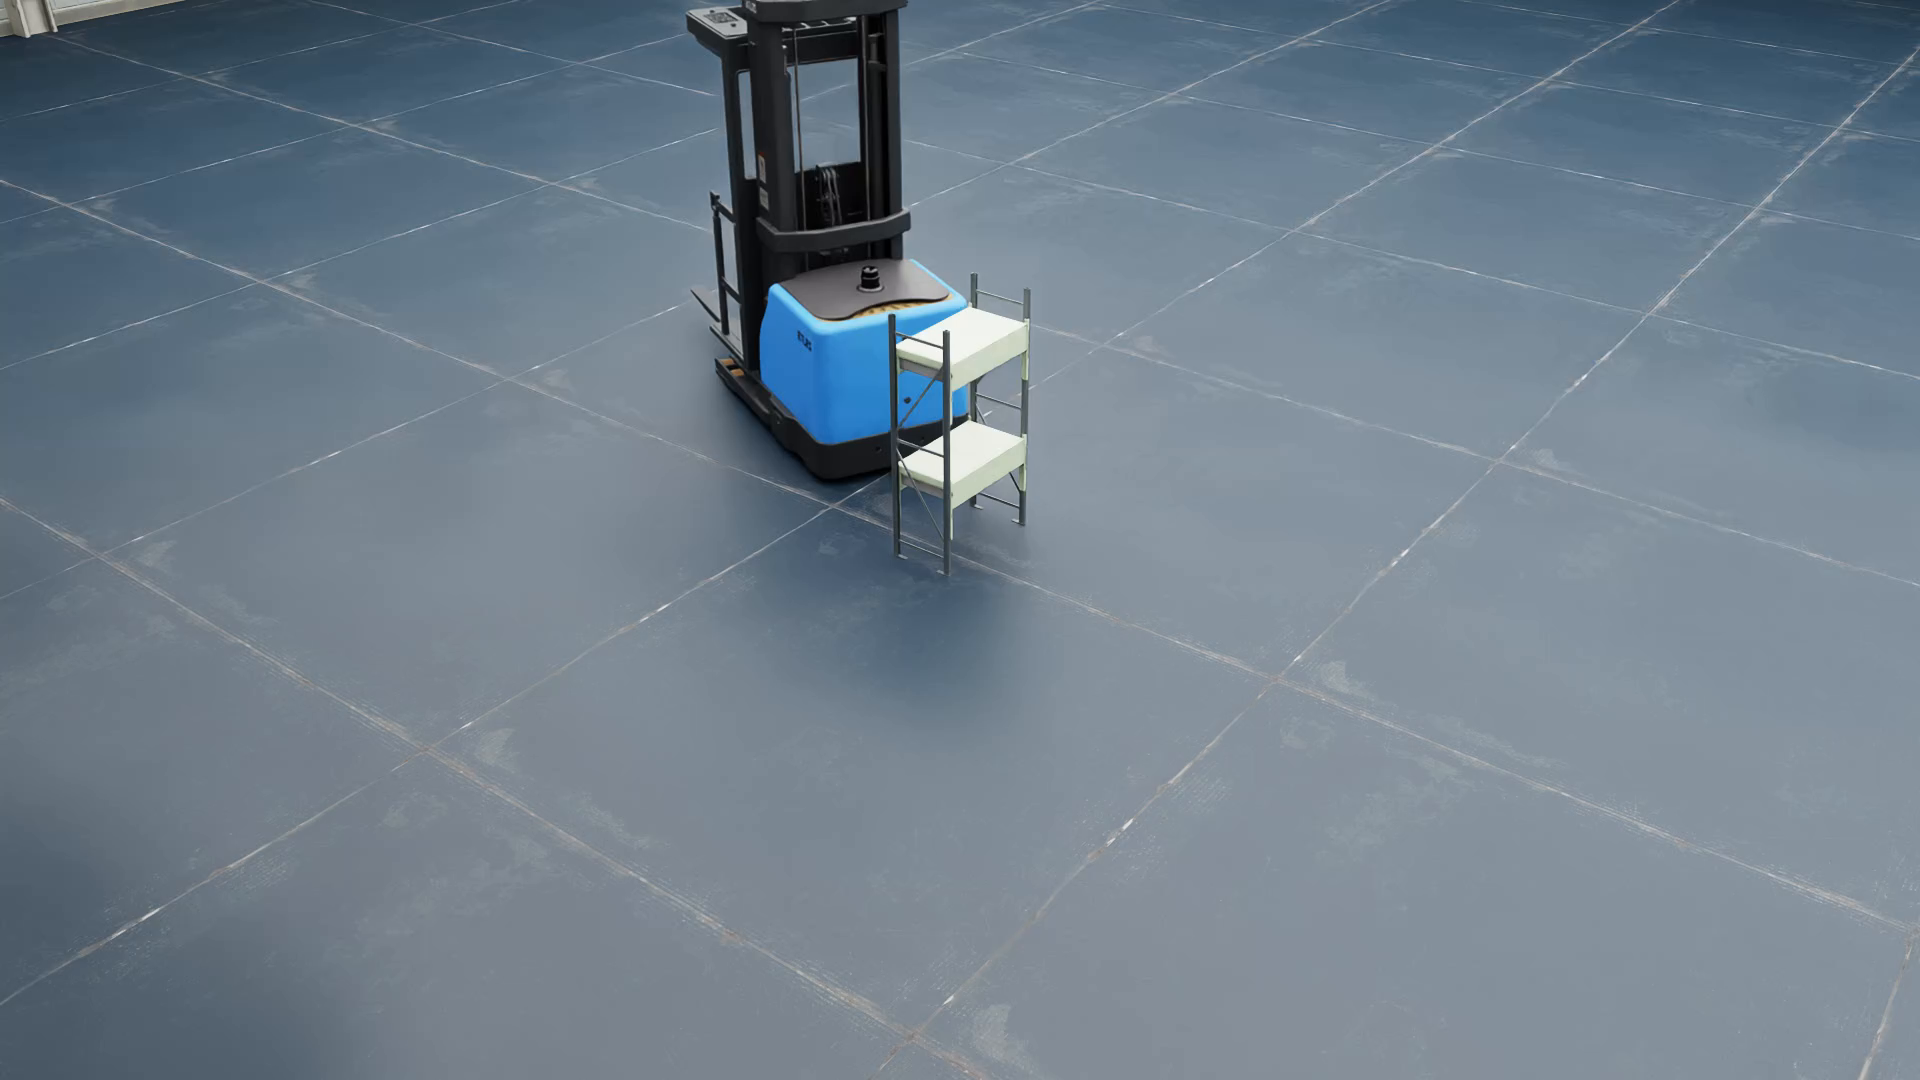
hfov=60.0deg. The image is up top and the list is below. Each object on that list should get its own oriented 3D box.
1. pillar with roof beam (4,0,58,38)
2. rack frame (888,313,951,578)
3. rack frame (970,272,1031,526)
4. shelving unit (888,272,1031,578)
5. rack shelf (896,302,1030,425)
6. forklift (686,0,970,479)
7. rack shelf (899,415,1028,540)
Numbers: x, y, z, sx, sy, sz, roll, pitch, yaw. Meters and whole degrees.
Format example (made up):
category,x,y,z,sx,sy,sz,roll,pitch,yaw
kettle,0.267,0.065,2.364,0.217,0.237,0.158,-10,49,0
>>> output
category,x,y,z,sx,sy,sz,roll,pitch,yaw
pillar with roof beam,-7.742,-8.681,15.572,9.100,9.000,0.400,21,37,31
rack frame,-0.217,-0.499,9.121,0.400,1.500,0.023,21,37,31
rack frame,0.225,-0.797,9.623,0.400,1.500,0.023,21,37,31
shelving unit,0.004,-0.648,9.372,0.431,1.500,0.755,21,37,31
rack shelf,0.004,-0.984,9.173,0.431,0.370,0.720,21,37,31
forklift,-1.051,-2.364,10.864,1.130,2.935,3.031,-14,34,-23
rack shelf,0.004,-0.367,9.538,0.431,0.370,0.720,21,37,31
